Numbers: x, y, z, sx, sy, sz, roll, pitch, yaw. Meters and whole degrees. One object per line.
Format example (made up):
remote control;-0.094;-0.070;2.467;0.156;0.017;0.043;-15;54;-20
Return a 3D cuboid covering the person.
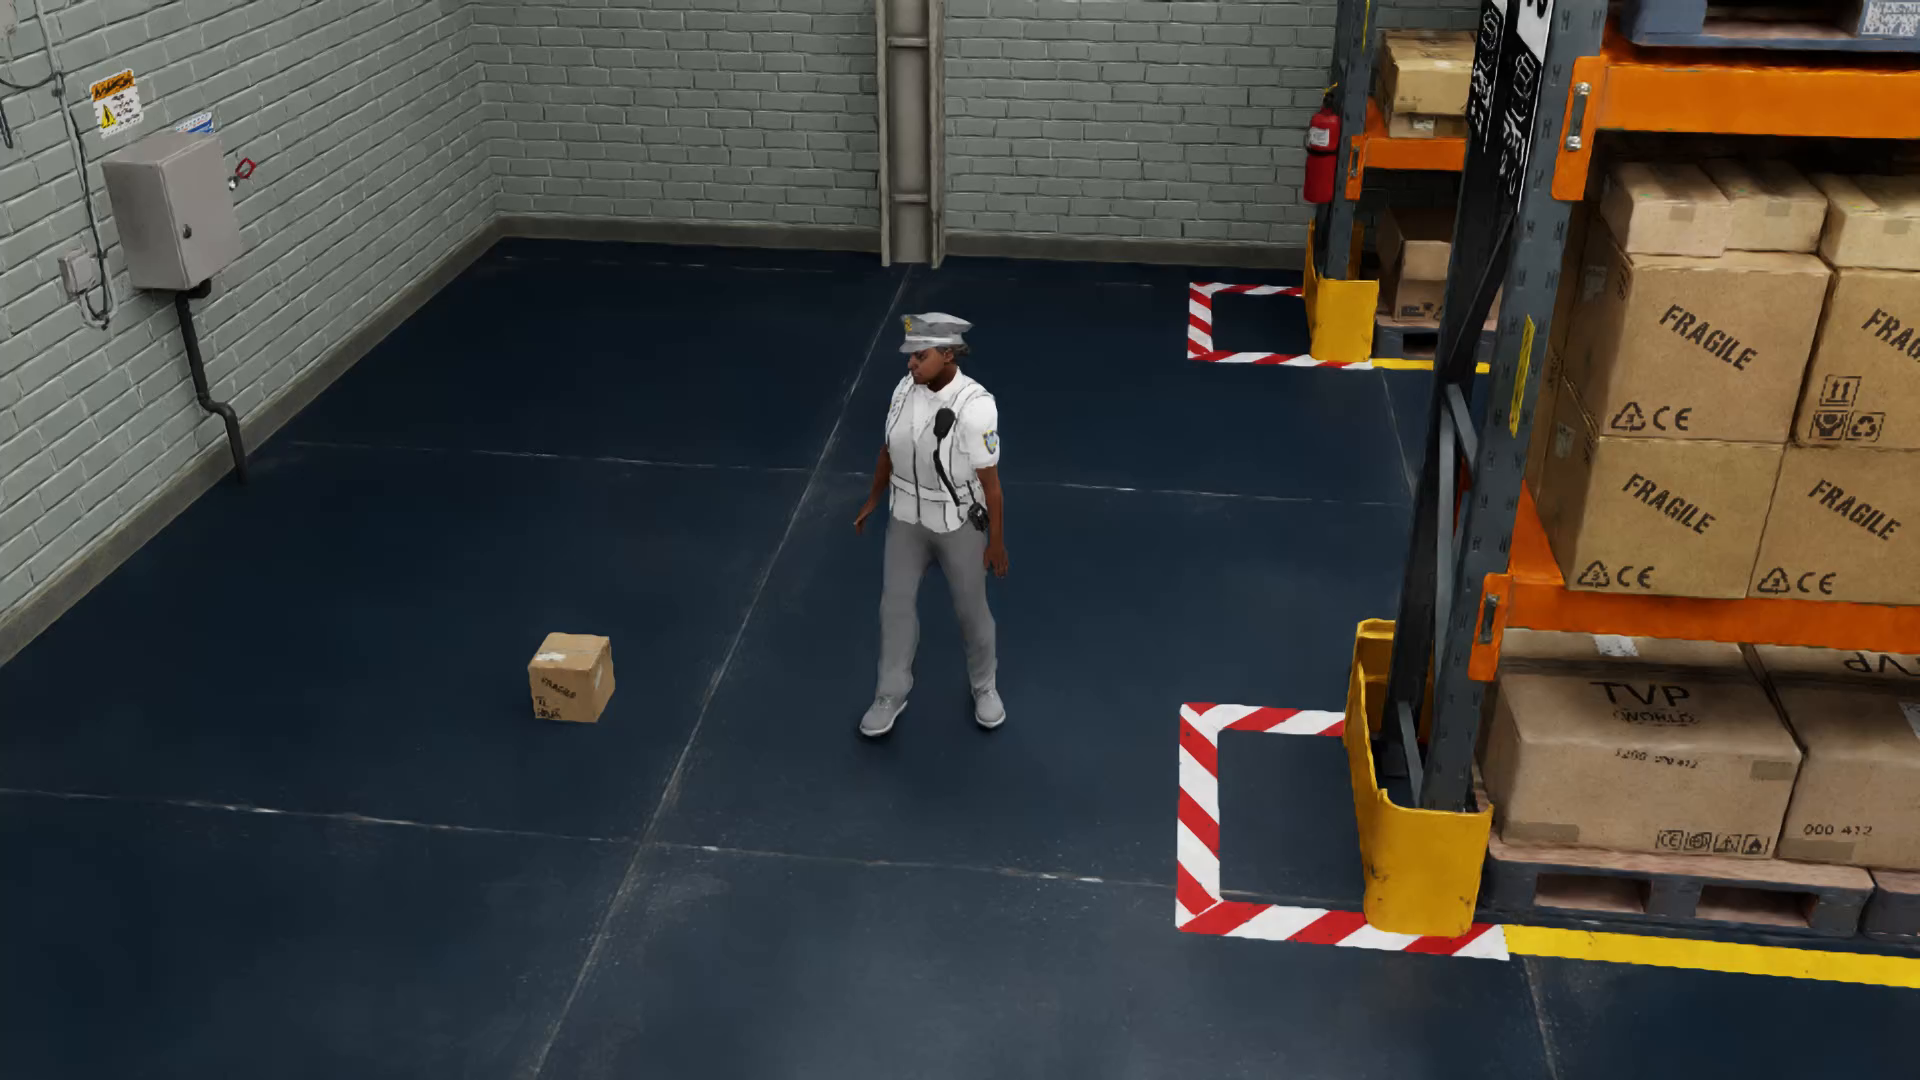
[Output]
person;-0.138;-0.048;6.154;0.640;1.673;0.569;16;33;27
